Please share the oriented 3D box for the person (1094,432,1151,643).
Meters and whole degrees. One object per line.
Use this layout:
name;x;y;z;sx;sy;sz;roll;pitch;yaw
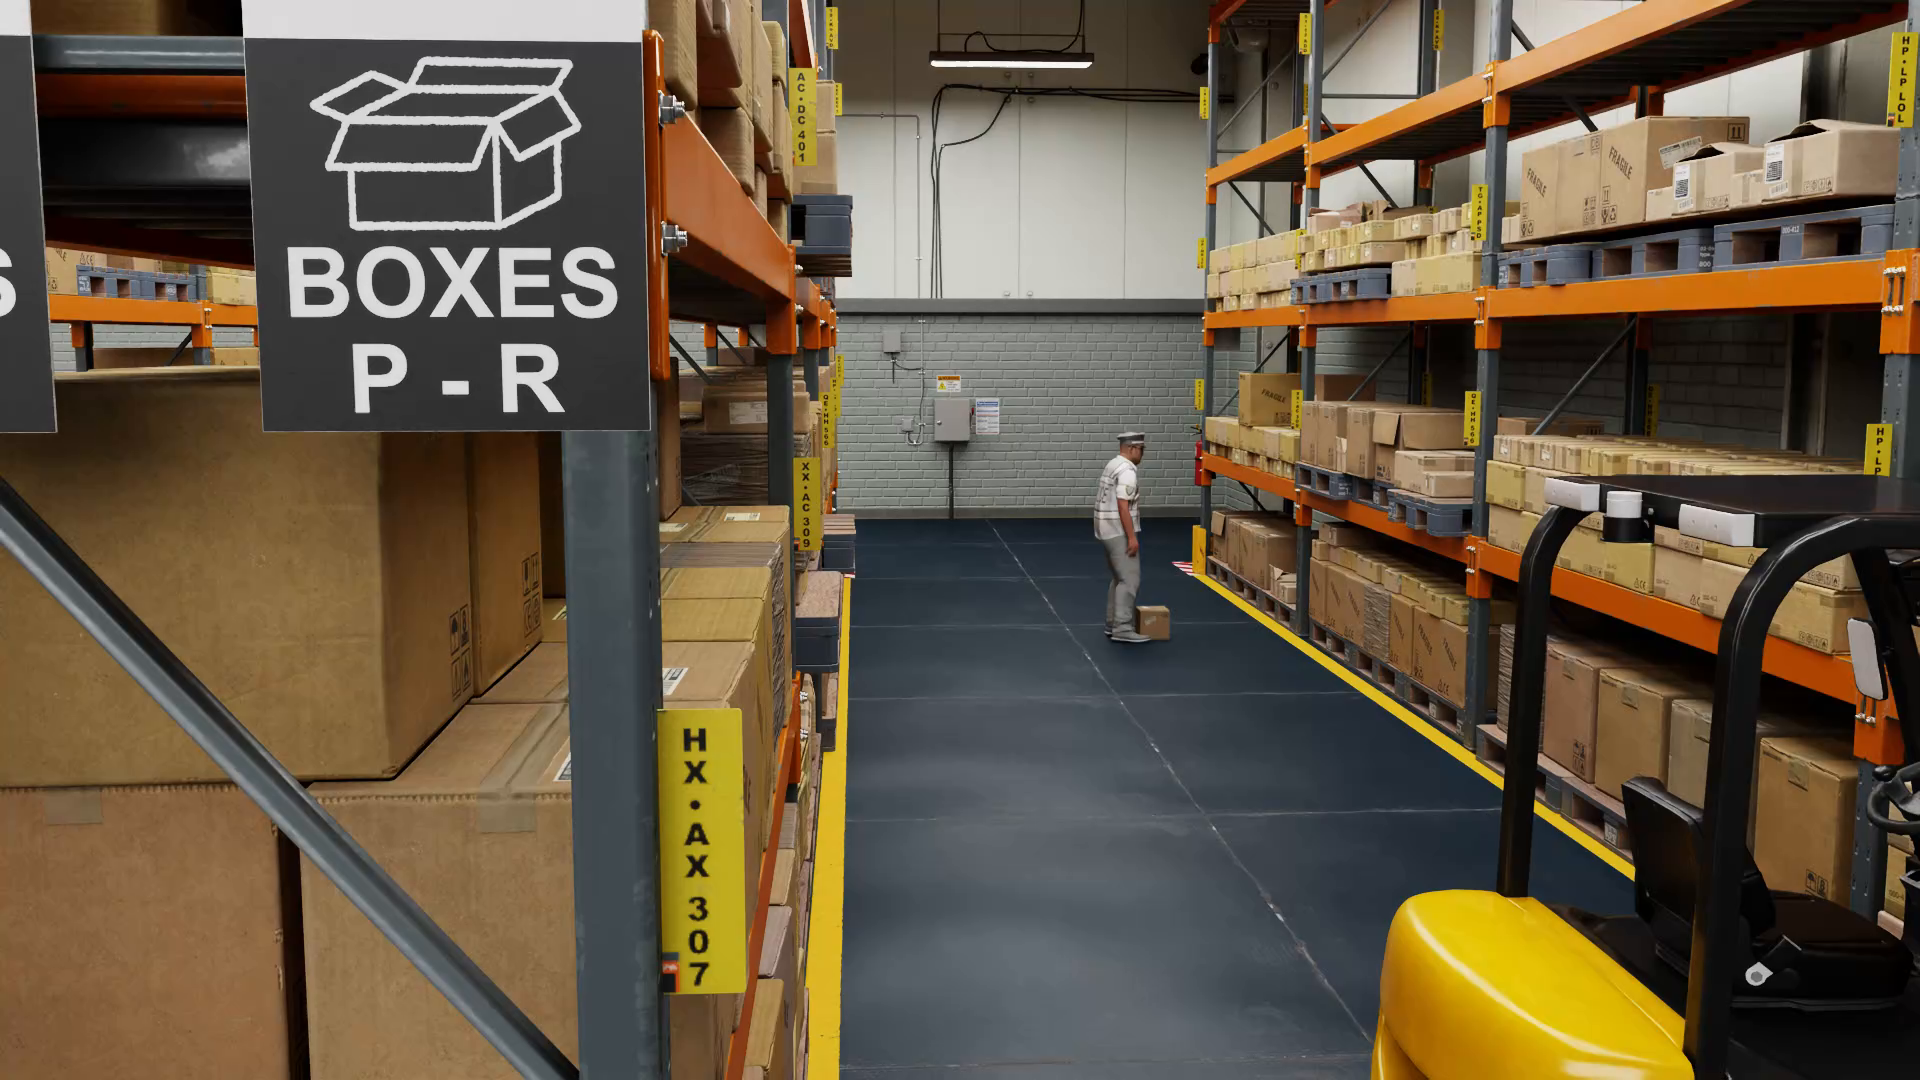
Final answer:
person;1.358;-0.037;14.021;0.439;1.746;0.591;-1;7;-6
